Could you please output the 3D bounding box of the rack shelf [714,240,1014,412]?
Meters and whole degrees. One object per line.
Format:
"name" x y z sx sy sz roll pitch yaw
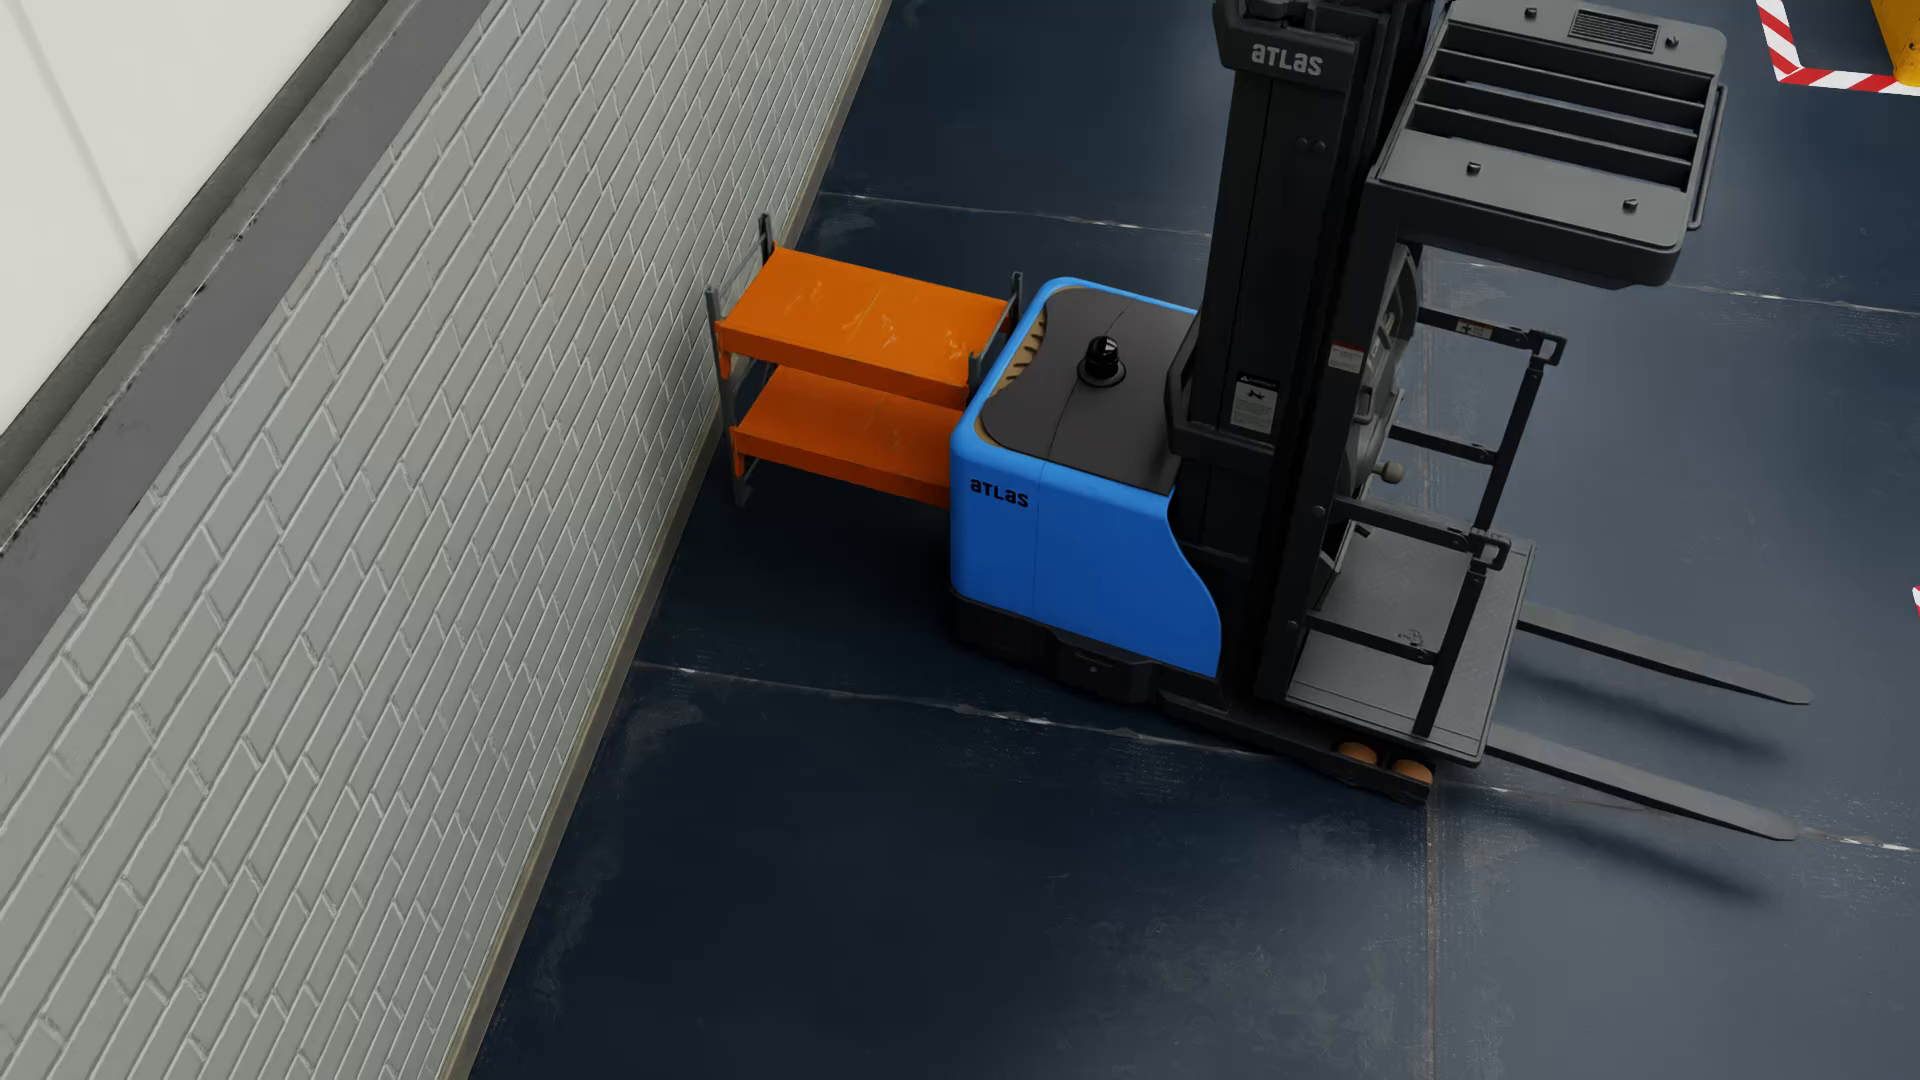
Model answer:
"rack shelf" -0.347 -0.758 6.254 1.000 0.278 0.538 15 50 13

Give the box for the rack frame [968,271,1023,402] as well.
"rack frame" 0.130 -0.431 6.353 0.032 1.125 0.500 15 50 13

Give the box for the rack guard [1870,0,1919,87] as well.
"rack guard" 5.297 -3.012 9.092 0.348 0.500 1.175 8 49 7

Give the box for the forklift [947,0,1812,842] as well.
"forklift" 1.516 -0.500 5.201 3.031 2.935 1.130 18 50 15

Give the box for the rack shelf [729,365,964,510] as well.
"rack shelf" -0.347 -0.399 6.653 1.000 0.278 0.538 15 50 13

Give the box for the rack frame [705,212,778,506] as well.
"rack frame" -0.824 -0.694 6.589 0.032 1.125 0.500 15 50 13

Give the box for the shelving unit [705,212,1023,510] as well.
"shelving unit" -0.347 -0.563 6.471 1.048 1.125 0.538 15 50 13
